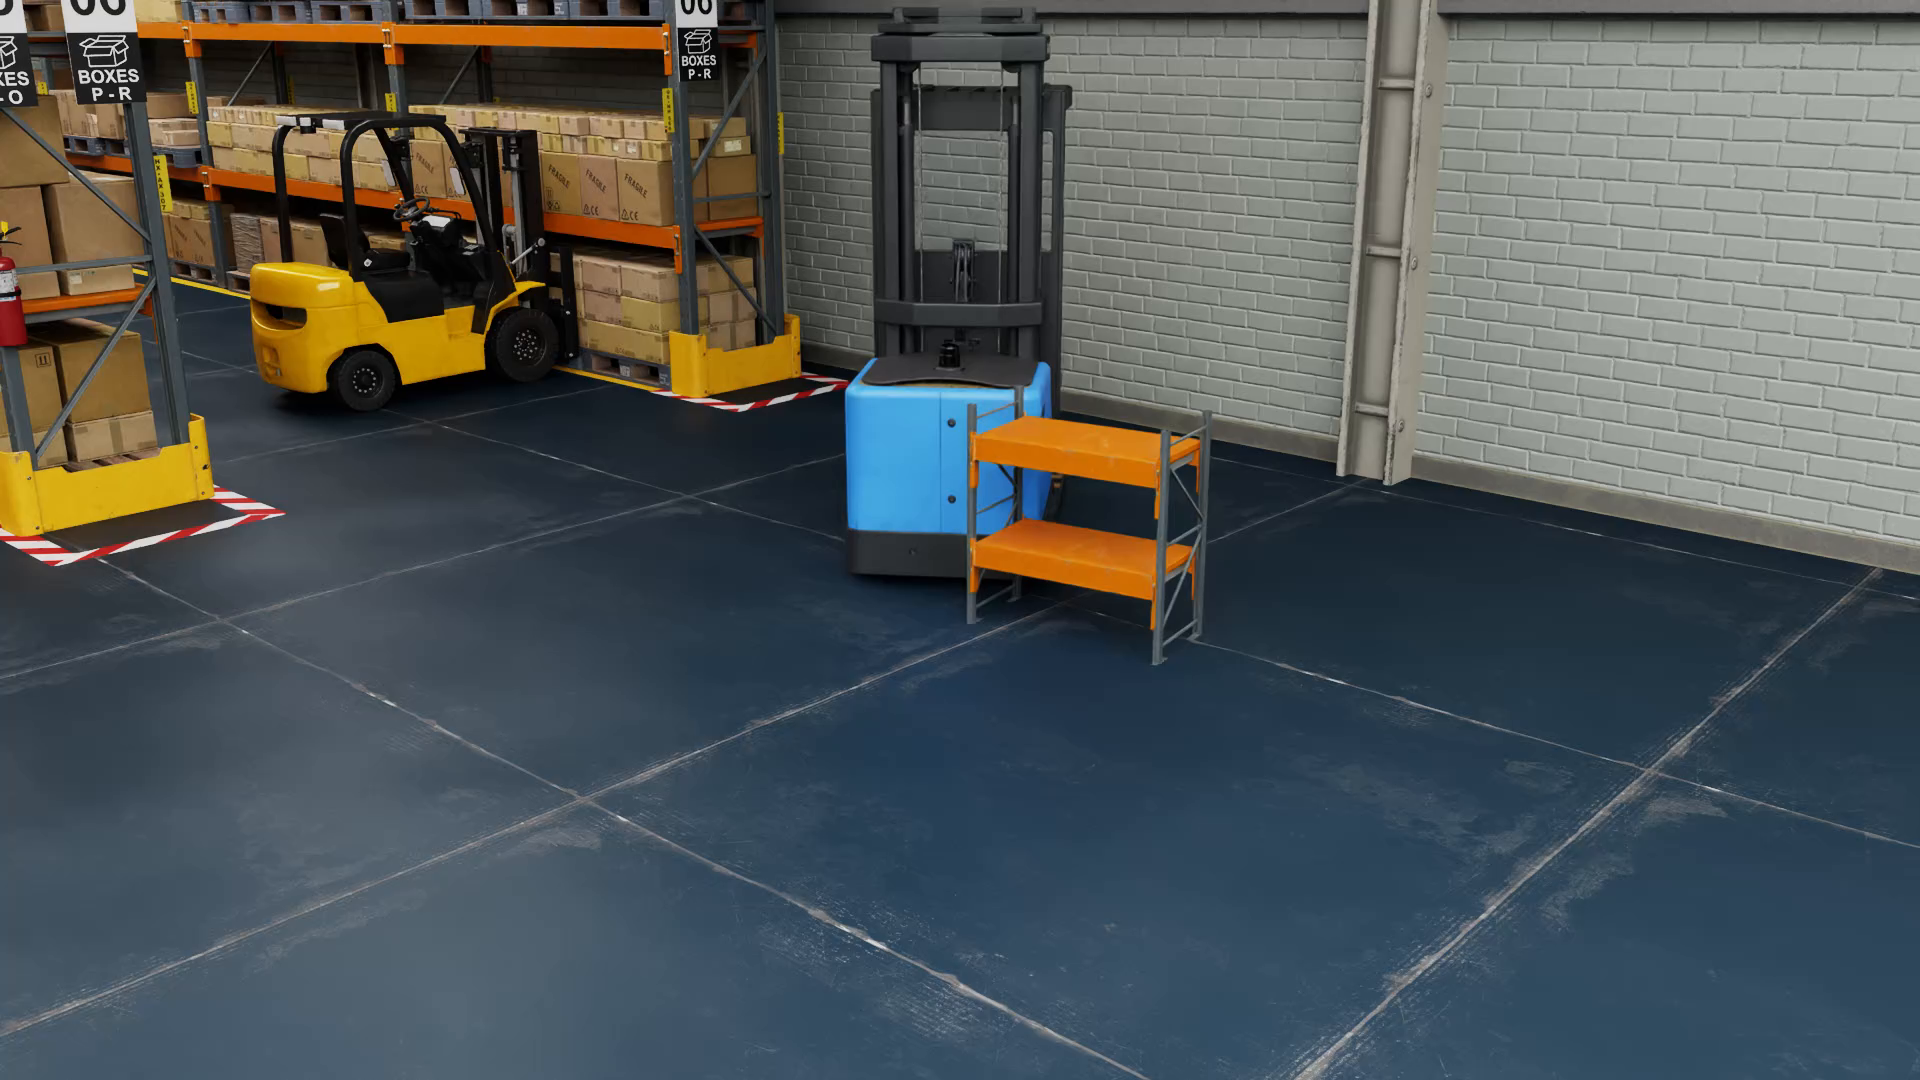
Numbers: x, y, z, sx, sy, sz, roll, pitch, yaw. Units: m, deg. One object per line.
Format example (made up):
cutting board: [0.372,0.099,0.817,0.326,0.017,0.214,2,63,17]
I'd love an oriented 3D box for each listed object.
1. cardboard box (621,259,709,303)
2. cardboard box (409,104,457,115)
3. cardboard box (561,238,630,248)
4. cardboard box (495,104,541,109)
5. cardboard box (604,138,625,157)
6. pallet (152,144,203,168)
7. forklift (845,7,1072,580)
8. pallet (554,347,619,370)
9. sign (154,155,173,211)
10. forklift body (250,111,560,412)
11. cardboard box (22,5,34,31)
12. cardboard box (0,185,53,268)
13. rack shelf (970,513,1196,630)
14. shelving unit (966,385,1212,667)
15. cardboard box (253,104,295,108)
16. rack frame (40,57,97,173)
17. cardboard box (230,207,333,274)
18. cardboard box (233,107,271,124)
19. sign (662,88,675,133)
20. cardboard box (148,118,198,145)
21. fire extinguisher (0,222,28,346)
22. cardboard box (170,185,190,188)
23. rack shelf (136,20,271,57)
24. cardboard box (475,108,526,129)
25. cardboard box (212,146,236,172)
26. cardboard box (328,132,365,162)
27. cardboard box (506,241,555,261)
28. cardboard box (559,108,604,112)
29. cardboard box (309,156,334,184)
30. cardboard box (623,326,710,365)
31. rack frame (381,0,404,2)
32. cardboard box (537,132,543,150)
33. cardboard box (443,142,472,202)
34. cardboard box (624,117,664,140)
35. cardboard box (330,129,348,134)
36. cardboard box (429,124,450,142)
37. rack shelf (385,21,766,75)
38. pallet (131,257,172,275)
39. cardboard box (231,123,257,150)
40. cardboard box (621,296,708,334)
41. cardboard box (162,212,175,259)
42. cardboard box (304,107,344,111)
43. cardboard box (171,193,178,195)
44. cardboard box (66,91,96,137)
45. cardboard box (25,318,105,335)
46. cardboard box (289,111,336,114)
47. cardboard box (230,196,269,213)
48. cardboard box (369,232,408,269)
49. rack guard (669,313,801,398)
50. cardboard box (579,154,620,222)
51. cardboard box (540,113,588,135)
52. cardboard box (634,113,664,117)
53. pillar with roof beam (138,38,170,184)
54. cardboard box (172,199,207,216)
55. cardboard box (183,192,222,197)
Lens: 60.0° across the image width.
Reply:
cardboard box: [-2.391,-2.104,13.480,0.500,0.250,0.500,16,24,41]
cardboard box: [-4.789,-3.886,15.169,0.250,0.149,0.380,16,23,40]
cardboard box: [-3.195,-2.528,14.816,0.500,0.250,0.500,14,23,38]
cardboard box: [-4.025,-3.912,15.249,0.250,0.149,0.380,15,23,39]
cardboard box: [-2.649,-3.189,13.464,0.250,0.149,0.380,16,23,40]
pallet: [-8.376,-4.351,18.679,1.003,0.211,1.213,15,23,39]
forklift: [0.074,-1.588,9.770,1.130,2.935,3.031,2,18,6]
pallet: [-3.347,-1.776,14.857,1.213,0.211,1.003,15,23,39]
sign: [-4.771,-2.127,9.924,0.005,0.325,0.100,15,23,39]
forklift body: [-4.468,-2.279,13.237,1.214,2.155,2.313,15,23,39]
cardboard box: [-5.419,-3.074,9.796,0.250,0.149,0.380,14,22,38]
cardboard box: [-5.720,-1.828,9.755,0.500,0.500,0.500,15,23,38]
rack shelf: [0.609,0.140,8.120,1.000,0.278,0.538,11,20,30]
shelving unit: [0.609,-0.093,8.046,1.048,1.125,0.538,11,20,30]
cardboard box: [-7.445,-4.659,18.096,0.250,0.149,0.380,16,24,41]
rack frame: [-10.814,-5.125,20.801,0.127,3.000,1.000,15,23,39]
cardboard box: [-7.365,-3.262,18.162,0.625,0.625,0.875,16,24,41]
cardboard box: [-7.370,-4.449,17.434,0.250,0.149,0.380,16,24,41]
sign: [-2.210,-3.260,12.620,0.005,0.325,0.100,15,23,39]
cardboard box: [-8.827,-4.589,18.667,0.500,0.250,0.500,14,22,37]
fire extinguisher: [-5.351,-1.428,9.279,0.183,0.674,0.296,15,23,39]
cardboard box: [-9.751,-4.290,20.537,0.250,0.149,0.380,14,22,37]
rack shelf: [-9.319,-5.810,19.191,4.000,0.370,1.077,15,23,39]
cardboard box: [-4.001,-3.684,14.532,0.250,0.149,0.380,15,23,38]
cardboard box: [-7.653,-4.106,17.838,0.500,0.250,0.500,15,23,39]
cardboard box: [-5.757,-3.828,16.136,0.500,0.250,0.500,14,23,38]
cardboard box: [-3.922,-2.514,14.774,0.500,0.250,0.500,16,24,41]
cardboard box: [-3.286,-3.699,14.580,0.250,0.149,0.380,16,24,41]
cardboard box: [-6.112,-3.695,16.545,0.500,0.250,0.500,15,23,40]
cardboard box: [-2.400,-1.628,13.634,0.500,0.250,0.500,15,23,40]
rack frame: [-4.831,-6.378,14.833,0.127,3.000,1.000,15,23,39]
cardboard box: [-3.387,-3.401,14.132,0.250,0.149,0.380,15,23,39]
cardboard box: [-4.272,-3.317,14.940,0.500,0.500,0.500,16,23,40]
cardboard box: [-2.452,-3.281,13.261,0.250,0.149,0.380,15,23,39]
cardboard box: [-5.872,-4.025,16.099,0.250,0.149,0.380,14,22,38]
cardboard box: [-4.572,-3.700,15.075,0.250,0.149,0.380,16,23,41]
rack shelf: [-3.335,-4.204,14.130,4.000,0.370,1.077,15,23,39]
pallet: [-9.264,-3.396,19.964,1.213,0.211,1.003,15,23,39]
cardboard box: [-7.279,-4.243,17.445,0.500,0.250,0.500,16,24,41]
cardboard box: [-2.411,-1.870,13.571,0.500,0.250,0.500,15,23,39]
cardboard box: [-9.042,-3.574,19.353,0.500,0.500,0.500,16,24,42]
cardboard box: [-6.648,-4.462,17.476,0.250,0.149,0.380,15,23,39]
cardboard box: [-9.483,-4.015,19.670,0.250,0.149,0.380,15,23,39]
cardboard box: [-10.214,-5.121,19.930,0.500,0.500,0.700,15,23,40]
cardboard box: [-5.963,-1.172,10.957,0.500,0.500,0.500,14,22,37]
cardboard box: [-6.549,-4.261,16.841,0.250,0.149,0.380,15,23,39]
cardboard box: [-8.187,-3.874,19.226,0.250,0.149,0.380,16,24,41]
cardboard box: [-5.229,-2.689,16.358,0.625,0.625,0.875,16,24,42]
rack guard: [-1.821,-1.519,13.572,0.348,0.500,1.175,15,23,39]
cardboard box: [-2.763,-2.909,13.653,0.500,0.500,0.500,16,24,41]
cardboard box: [-3.268,-3.472,13.864,0.250,0.149,0.380,16,23,40]
cardboard box: [-2.504,-3.493,13.930,0.250,0.149,0.380,15,23,40]
pillar with roof beam: [-13.594,-7.354,17.908,0.400,9.000,9.100,15,23,39]
cardboard box: [-8.753,-3.792,18.968,0.250,0.149,0.380,14,22,37]
cardboard box: [-9.009,-4.062,19.819,0.250,0.149,0.380,15,23,40]
